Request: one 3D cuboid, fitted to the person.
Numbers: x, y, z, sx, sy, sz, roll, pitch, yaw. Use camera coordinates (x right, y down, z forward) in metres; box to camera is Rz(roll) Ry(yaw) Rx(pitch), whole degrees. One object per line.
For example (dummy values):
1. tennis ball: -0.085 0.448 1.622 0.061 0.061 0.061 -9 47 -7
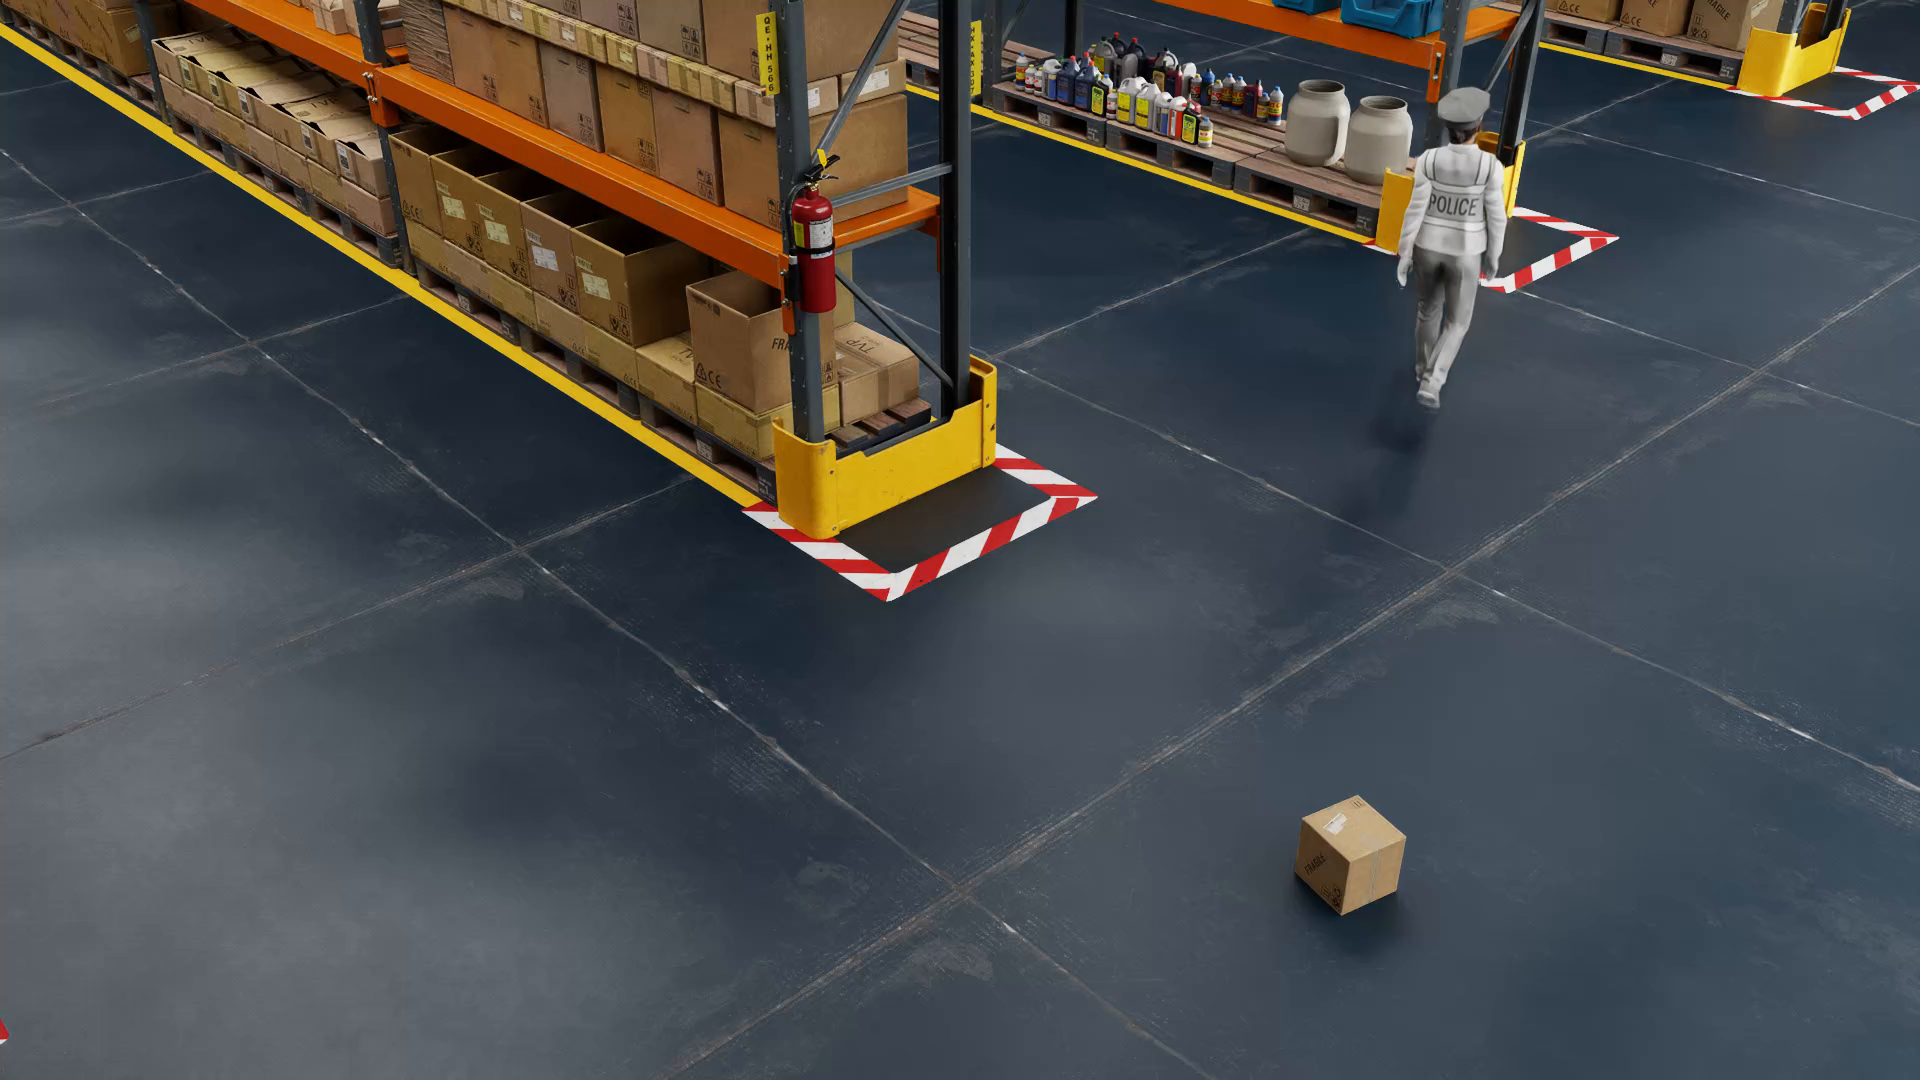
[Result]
1. person: 2.482 -1.461 8.435 0.496 1.653 0.862 15 35 22
